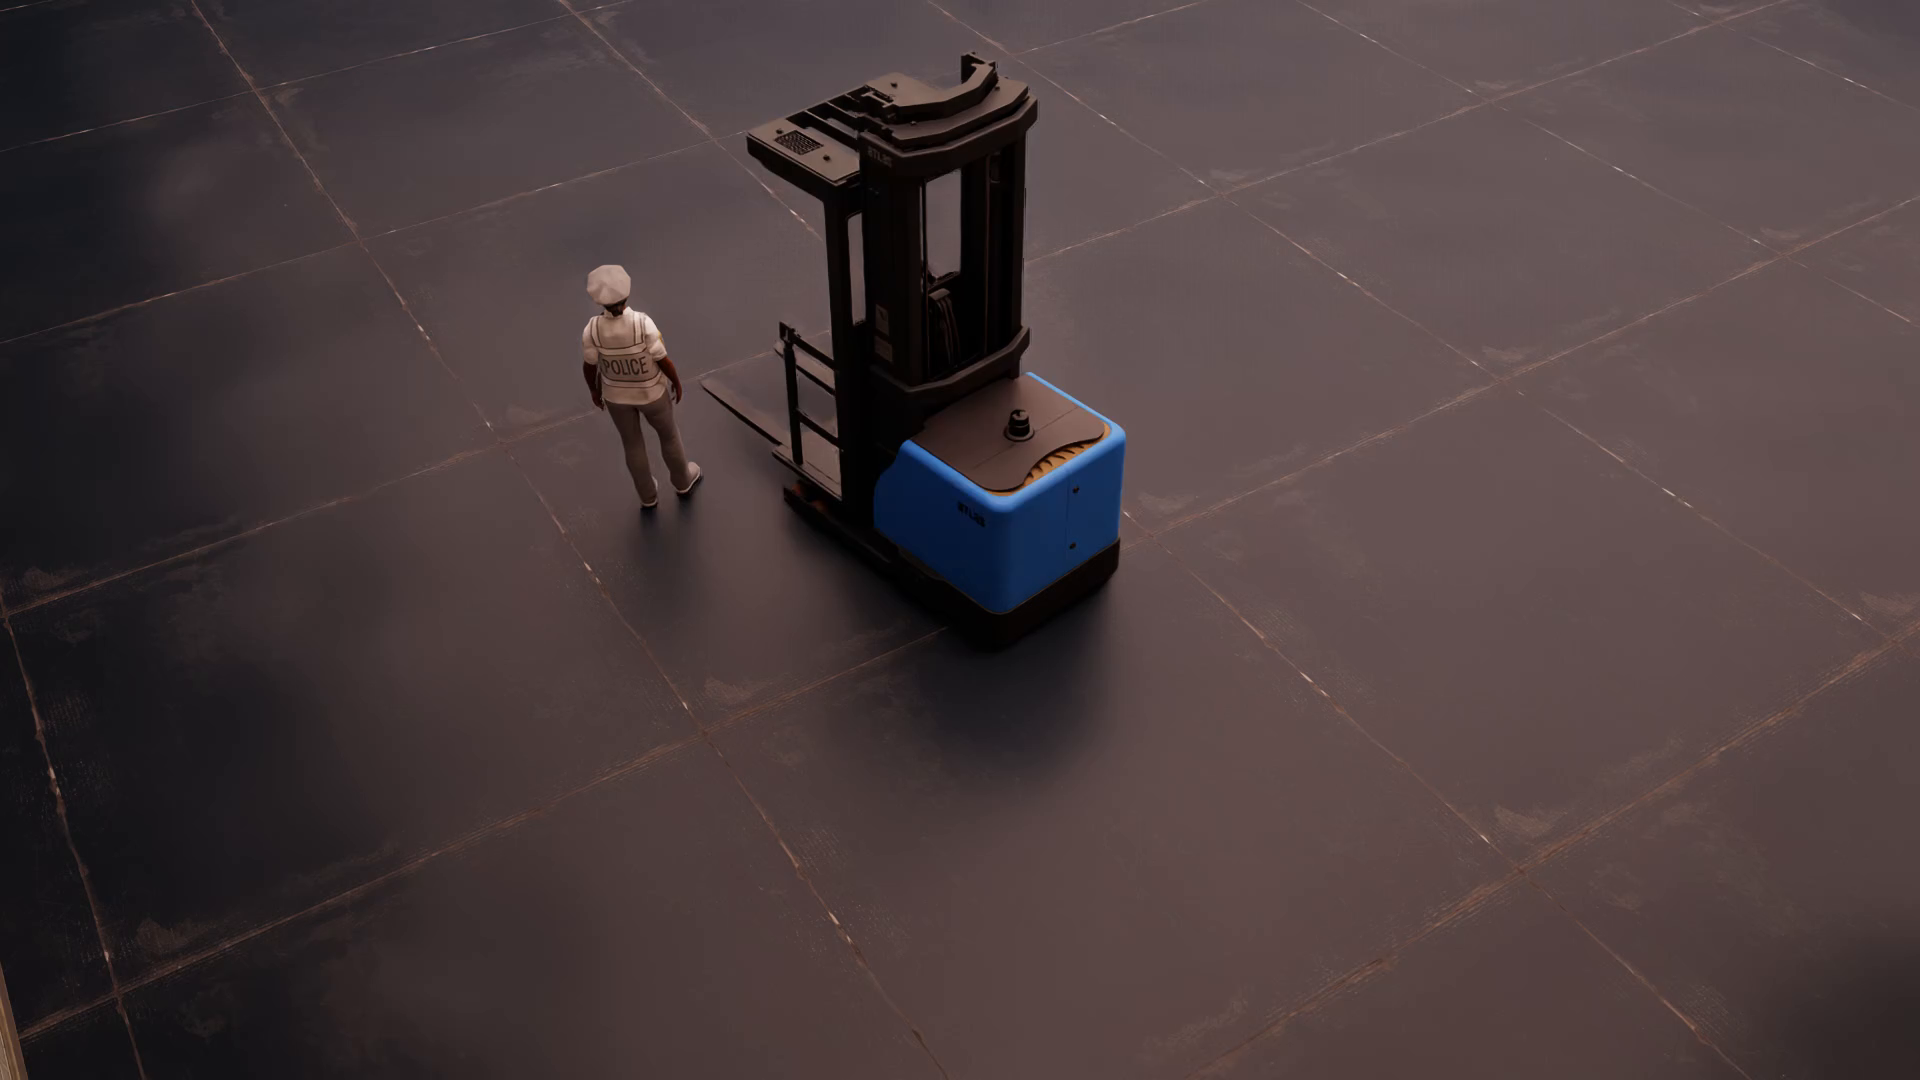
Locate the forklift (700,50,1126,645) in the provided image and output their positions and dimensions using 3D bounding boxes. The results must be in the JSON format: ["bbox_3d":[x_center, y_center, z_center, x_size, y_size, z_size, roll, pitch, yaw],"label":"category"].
[{"bbox_3d":[-0.439,-1.396,9.468,1.130,2.935,3.031,-31,50,-31],"label":"forklift"}]

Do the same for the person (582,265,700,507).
[{"bbox_3d":[-1.920,-0.928,9.866,0.554,1.695,0.527,-1,41,-2],"label":"person"}]
